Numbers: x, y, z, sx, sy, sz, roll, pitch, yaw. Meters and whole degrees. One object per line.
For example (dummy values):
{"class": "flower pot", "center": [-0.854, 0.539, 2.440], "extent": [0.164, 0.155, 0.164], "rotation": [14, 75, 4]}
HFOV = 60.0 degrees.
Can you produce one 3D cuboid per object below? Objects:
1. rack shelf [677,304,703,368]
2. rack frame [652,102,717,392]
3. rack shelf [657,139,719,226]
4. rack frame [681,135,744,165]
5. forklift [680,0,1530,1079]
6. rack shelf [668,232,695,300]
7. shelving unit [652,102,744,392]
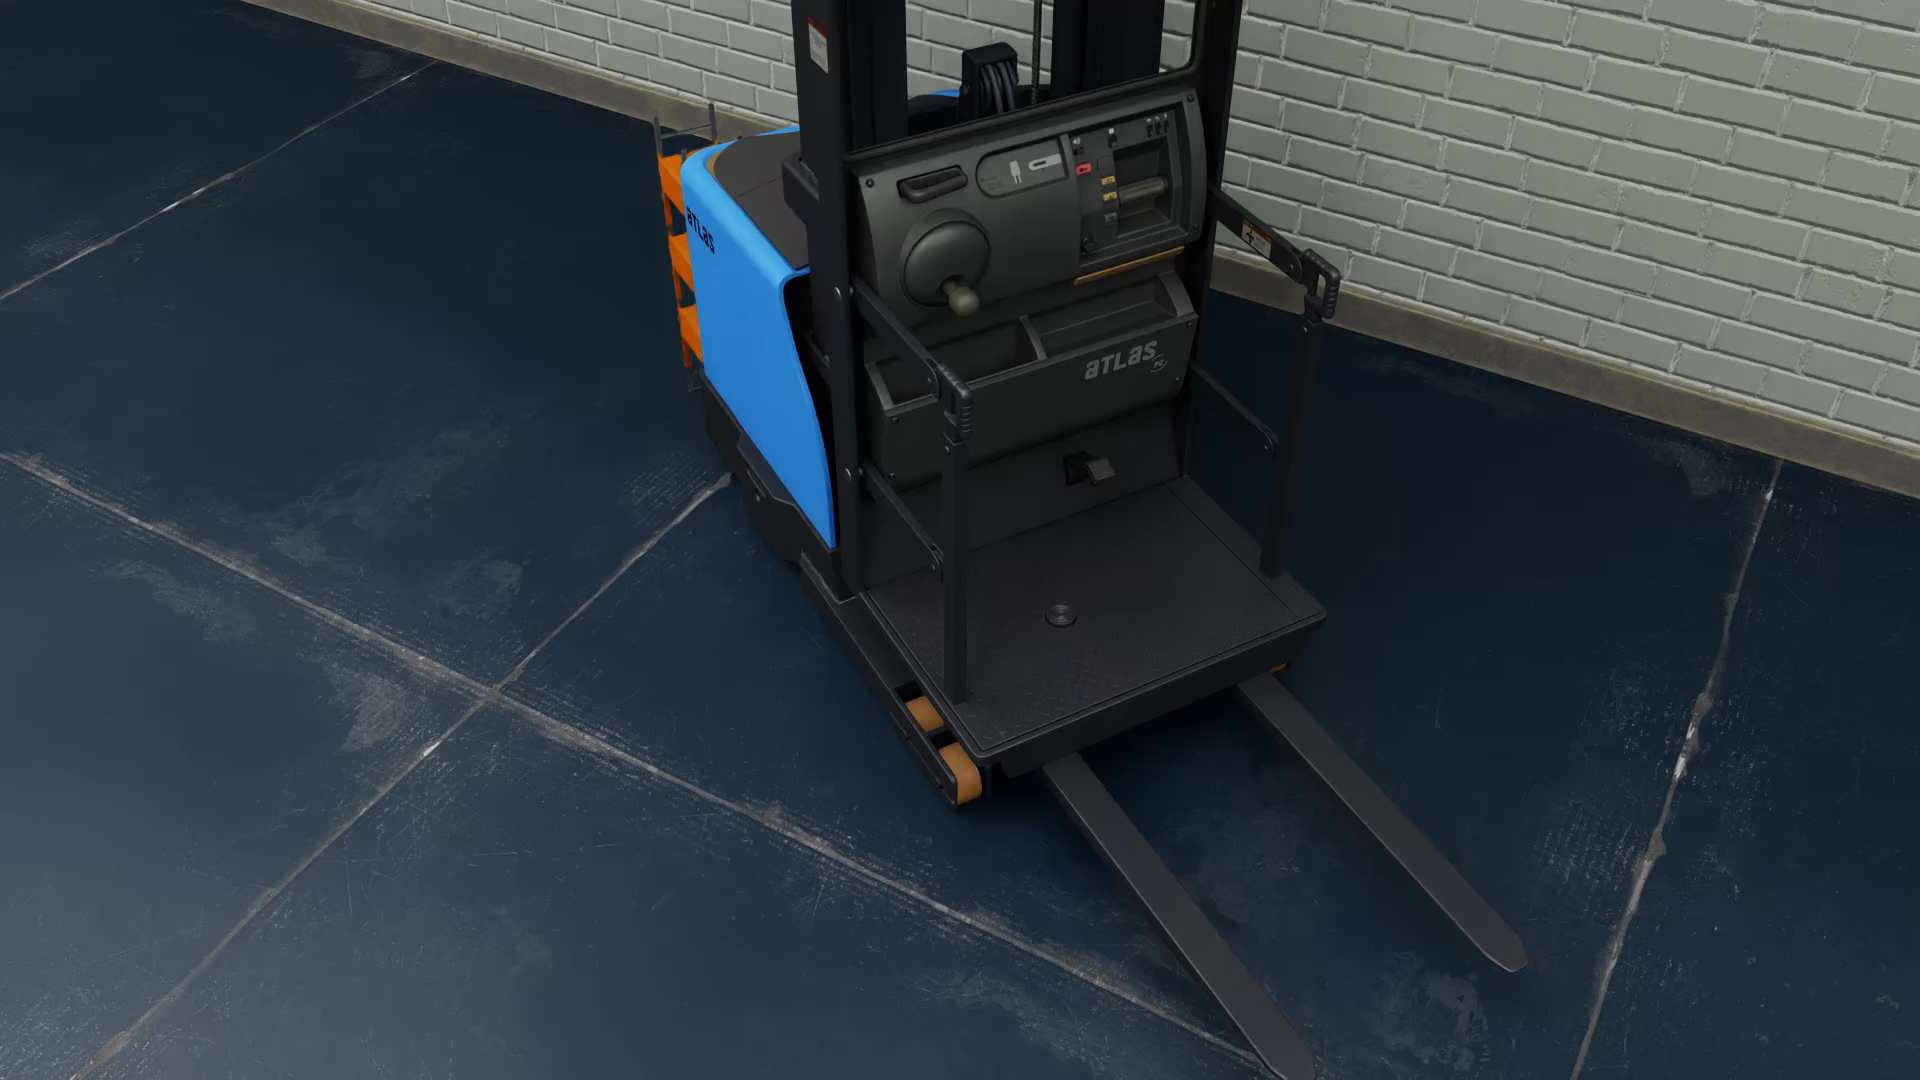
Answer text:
{"class": "rack shelf", "center": [-0.805, -0.659, 5.640], "extent": [0.215, 0.259, 0.240], "rotation": [-19, 45, -21]}
{"class": "rack frame", "center": [-0.863, -0.947, 5.531], "extent": [0.200, 1.050, 0.008], "rotation": [-19, 45, -21]}
{"class": "rack shelf", "center": [-0.805, -1.081, 5.270], "extent": [0.215, 0.259, 0.240], "rotation": [-19, 45, -21]}
{"class": "rack frame", "center": [-0.748, -0.805, 5.369], "extent": [0.200, 1.050, 0.008], "rotation": [-19, 45, -21]}
{"class": "forklift", "center": [0.296, -0.738, 3.870], "extent": [1.130, 2.935, 3.031], "rotation": [-20, 45, -21]}
{"class": "rack shelf", "center": [-0.805, -0.868, 5.457], "extent": [0.215, 0.259, 0.240], "rotation": [-19, 45, -21]}
{"class": "shelving unit", "center": [-0.805, -0.876, 5.450], "extent": [0.215, 1.050, 0.252], "rotation": [-19, 45, -21]}
